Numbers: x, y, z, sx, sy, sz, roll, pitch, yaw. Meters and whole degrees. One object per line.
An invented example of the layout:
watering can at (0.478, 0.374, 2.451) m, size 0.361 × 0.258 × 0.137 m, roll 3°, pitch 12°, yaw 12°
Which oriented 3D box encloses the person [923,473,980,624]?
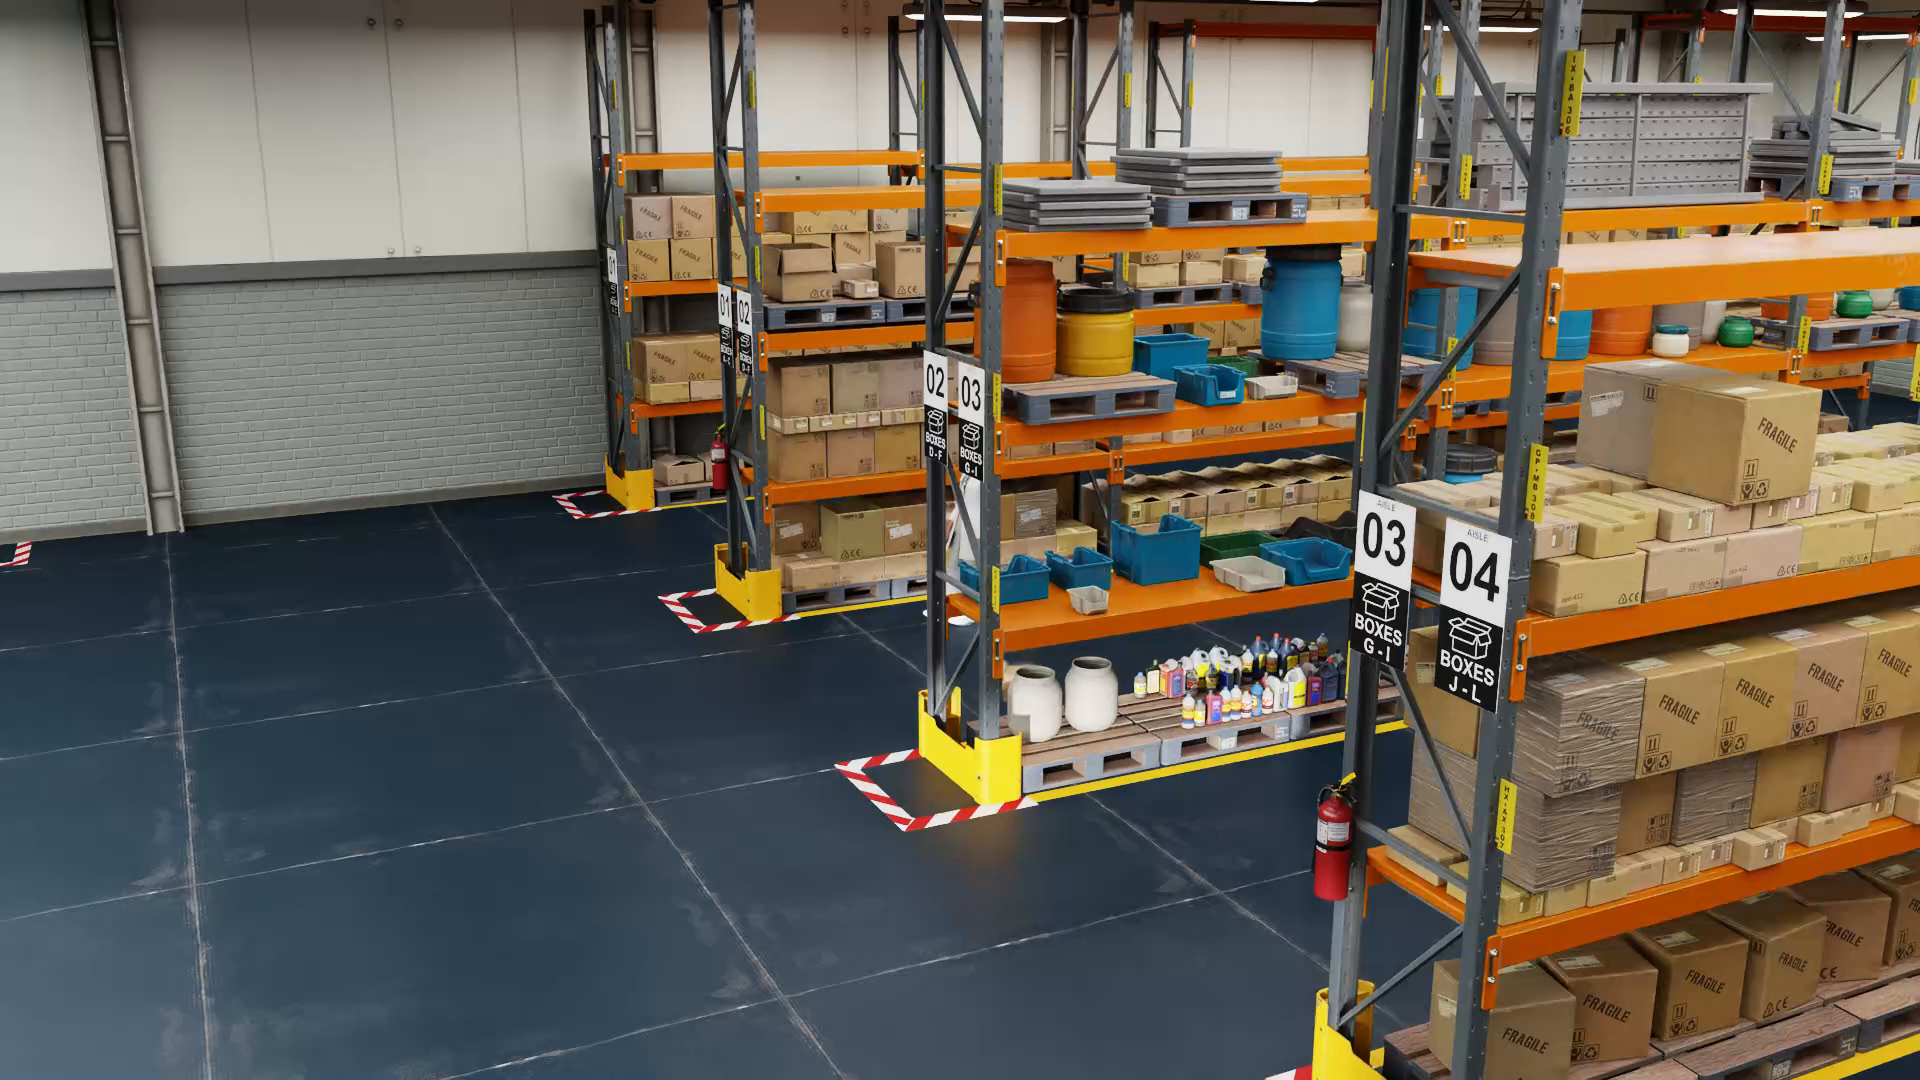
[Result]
person at (0.019, -0.062, 16.105) m, size 0.582 × 1.776 × 0.695 m, roll -7°, pitch 17°, yaw -25°
